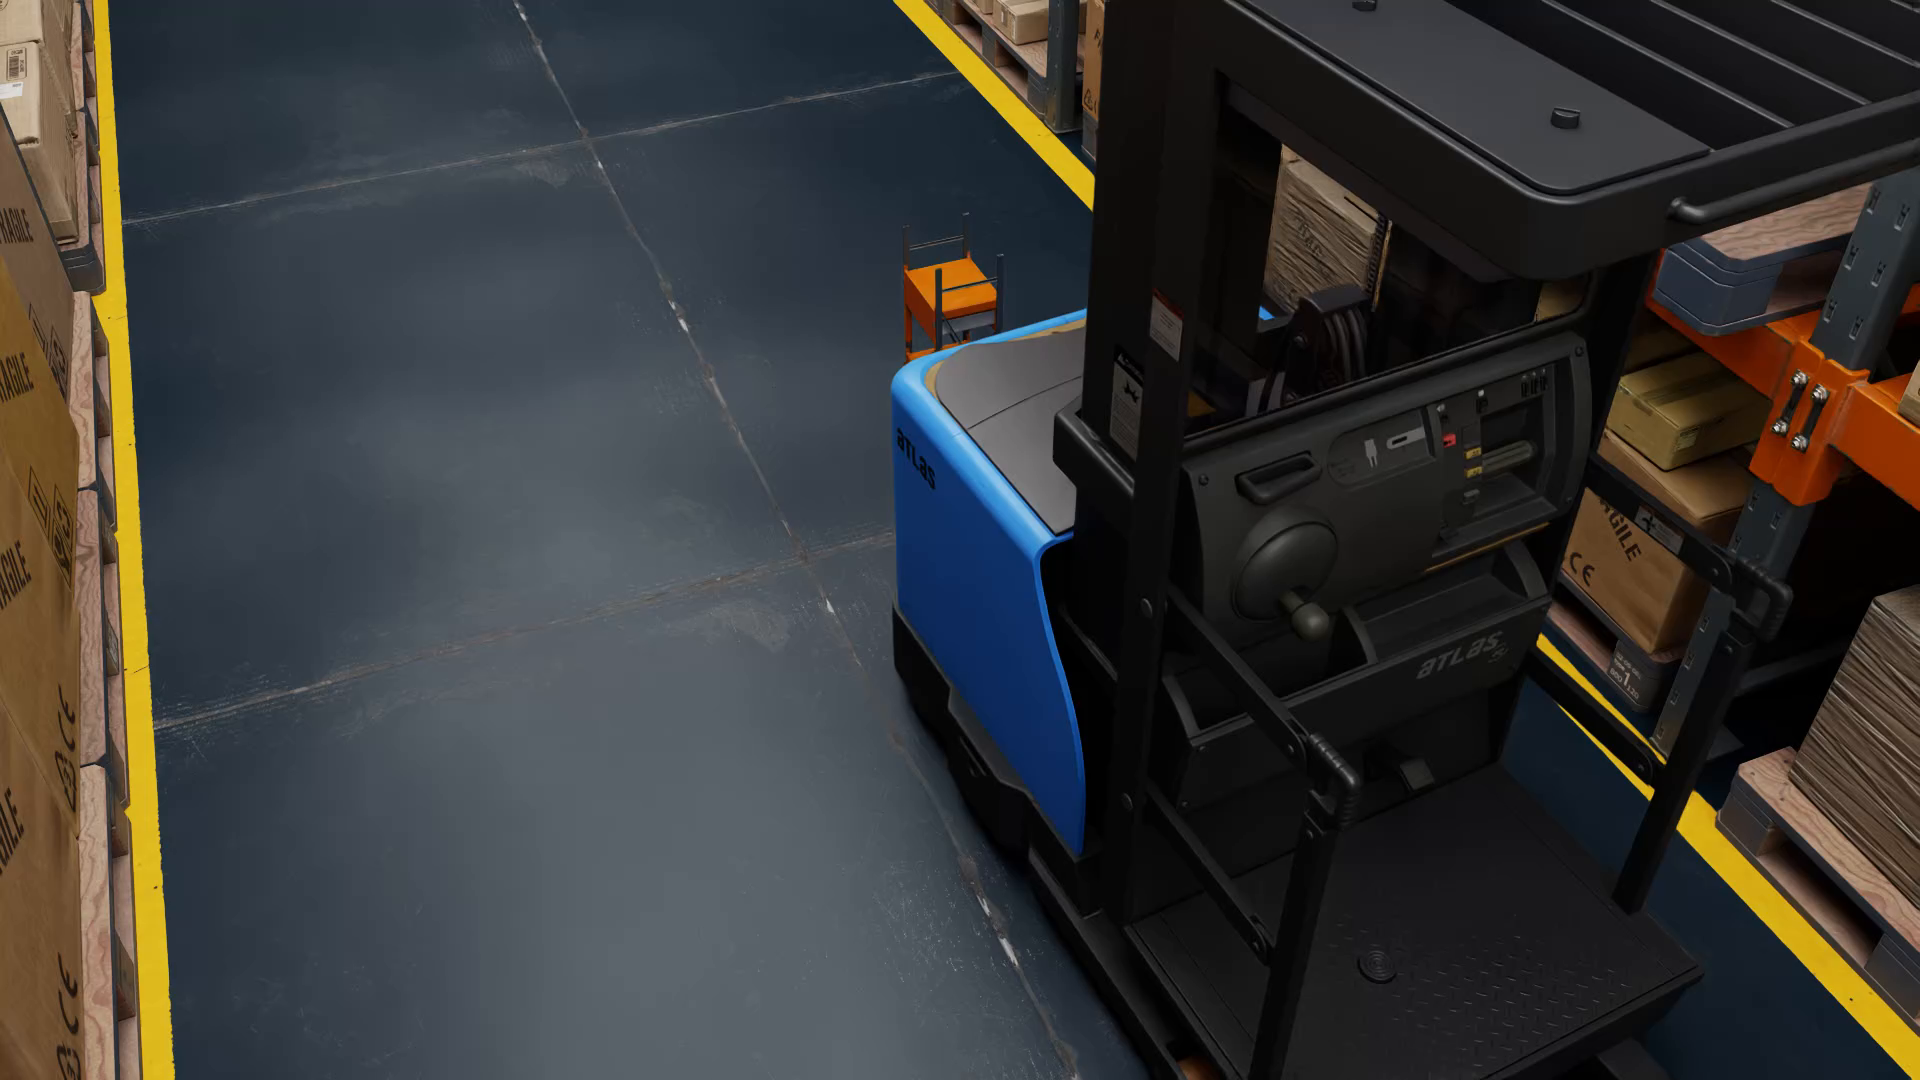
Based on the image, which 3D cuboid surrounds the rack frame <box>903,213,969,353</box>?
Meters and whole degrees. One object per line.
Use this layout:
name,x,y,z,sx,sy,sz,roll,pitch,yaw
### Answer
rack frame,-0.067,-0.504,5.031,0.200,1.050,0.008,-15,43,-17

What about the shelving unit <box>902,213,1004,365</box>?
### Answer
shelving unit,-0.020,-0.430,4.945,0.215,1.050,0.252,-15,43,-17

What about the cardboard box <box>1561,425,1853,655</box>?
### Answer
cardboard box,2.029,-0.079,4.636,0.500,0.500,0.500,-14,43,-16

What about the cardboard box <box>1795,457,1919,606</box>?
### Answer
cardboard box,2.487,-0.202,4.779,0.500,0.500,0.500,-14,43,-15

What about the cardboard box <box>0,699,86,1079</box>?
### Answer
cardboard box,-2.382,0.784,3.346,0.875,0.875,0.875,-15,43,-17

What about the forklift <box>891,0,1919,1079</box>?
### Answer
forklift,0.936,-0.022,3.028,1.130,2.935,3.031,-19,44,-20

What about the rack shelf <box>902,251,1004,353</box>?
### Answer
rack shelf,-0.020,-0.637,4.767,0.215,0.259,0.240,-15,43,-17

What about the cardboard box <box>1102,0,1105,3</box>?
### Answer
cardboard box,0.751,-2.251,6.665,0.380,0.149,0.250,-13,42,-15

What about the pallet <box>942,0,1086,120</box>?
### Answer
pallet,0.597,-2.433,7.917,1.003,0.211,1.213,-15,43,-17

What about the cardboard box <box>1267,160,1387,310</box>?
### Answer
cardboard box,1.429,-1.006,5.714,0.500,0.500,0.500,-17,43,-18

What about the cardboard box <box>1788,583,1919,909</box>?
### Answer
cardboard box,2.616,0.454,3.921,0.875,0.625,0.625,-14,43,-16

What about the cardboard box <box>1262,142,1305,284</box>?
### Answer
cardboard box,1.236,-1.320,6.079,0.500,0.500,0.500,-16,43,-18

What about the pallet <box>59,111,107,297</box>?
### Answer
pallet,-3.944,-1.256,6.548,1.003,0.211,1.213,-15,43,-17

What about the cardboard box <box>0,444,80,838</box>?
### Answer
cardboard box,-2.720,0.245,3.972,0.875,0.875,0.875,-15,43,-16

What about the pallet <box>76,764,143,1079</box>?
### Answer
pallet,-2.427,1.138,3.765,1.003,0.211,1.213,-15,43,-17

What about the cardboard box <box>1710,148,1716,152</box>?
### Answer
cardboard box,1.784,-1.030,4.018,0.380,0.149,0.250,-14,43,-16

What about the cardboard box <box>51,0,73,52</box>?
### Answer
cardboard box,-4.553,-2.511,7.512,0.875,0.438,0.875,-14,43,-16

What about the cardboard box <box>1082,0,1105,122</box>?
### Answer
cardboard box,0.836,-1.940,6.800,0.500,0.500,0.500,-13,42,-15

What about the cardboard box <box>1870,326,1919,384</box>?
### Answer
cardboard box,2.478,-0.516,4.647,0.380,0.149,0.250,-13,42,-15

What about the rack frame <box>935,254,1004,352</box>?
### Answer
rack frame,0.026,-0.357,4.860,0.200,1.050,0.008,-15,43,-17

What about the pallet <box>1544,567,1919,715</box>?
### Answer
pallet,2.139,-0.068,5.168,1.003,0.211,1.213,-15,43,-17

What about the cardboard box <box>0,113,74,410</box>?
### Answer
cardboard box,-3.414,-0.836,5.229,0.875,0.875,0.875,-14,43,-16

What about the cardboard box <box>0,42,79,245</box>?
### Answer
cardboard box,-3.866,-1.428,6.253,0.875,0.438,0.875,-16,43,-17

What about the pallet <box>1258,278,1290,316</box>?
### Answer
pallet,1.676,-0.802,6.021,1.003,0.211,1.213,-15,43,-17

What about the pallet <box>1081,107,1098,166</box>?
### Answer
pallet,1.205,-1.538,6.877,1.003,0.211,1.213,-15,43,-17

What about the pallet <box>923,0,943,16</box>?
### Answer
pallet,0.127,-3.169,8.773,1.003,0.211,1.213,-15,43,-17

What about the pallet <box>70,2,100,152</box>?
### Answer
pallet,-4.415,-1.992,7.404,1.003,0.211,1.213,-15,43,-17

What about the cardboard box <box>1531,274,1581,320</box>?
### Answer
cardboard box,1.774,-0.684,4.843,0.380,0.149,0.250,-16,43,-18

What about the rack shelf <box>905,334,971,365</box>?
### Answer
rack shelf,-0.020,-0.422,4.952,0.215,0.259,0.240,-15,43,-17

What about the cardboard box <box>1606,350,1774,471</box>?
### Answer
cardboard box,1.967,-0.358,4.463,0.380,0.149,0.250,-17,44,-19

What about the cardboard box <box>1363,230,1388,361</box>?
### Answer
cardboard box,1.645,-0.698,5.356,0.500,0.500,0.500,-13,42,-15

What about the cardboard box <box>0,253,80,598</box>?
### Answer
cardboard box,-3.061,-0.293,4.598,0.875,0.875,0.875,-14,43,-16

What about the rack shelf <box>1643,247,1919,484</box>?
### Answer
rack shelf,1.624,-1.598,5.360,1.077,0.370,4.000,-15,43,-17

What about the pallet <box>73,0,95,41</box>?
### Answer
pallet,-4.878,-2.726,8.258,1.003,0.211,1.213,-15,43,-17

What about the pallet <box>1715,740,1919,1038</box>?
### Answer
pallet,2.669,0.897,4.046,1.003,0.211,1.213,-15,43,-17

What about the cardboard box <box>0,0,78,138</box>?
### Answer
cardboard box,-4.210,-1.967,6.880,0.875,0.438,0.875,-16,43,-18

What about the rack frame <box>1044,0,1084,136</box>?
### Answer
rack frame,0.859,-3.076,6.526,1.000,3.000,0.127,-15,43,-17

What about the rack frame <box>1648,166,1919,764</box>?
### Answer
rack frame,2.390,-0.666,3.724,1.000,3.000,0.127,-15,43,-17

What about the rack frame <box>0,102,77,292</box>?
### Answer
rack frame,-3.725,-1.835,5.084,1.000,3.000,0.127,-15,43,-17

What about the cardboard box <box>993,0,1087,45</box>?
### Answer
cardboard box,0.375,-2.417,7.624,0.380,0.149,0.250,-16,43,-18

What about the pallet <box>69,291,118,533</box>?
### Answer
pallet,-3.360,-0.332,5.474,1.003,0.211,1.213,-15,43,-17

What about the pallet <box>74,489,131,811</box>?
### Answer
pallet,-2.890,0.404,4.618,1.003,0.211,1.213,-15,43,-17

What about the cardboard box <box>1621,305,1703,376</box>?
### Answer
cardboard box,1.834,-0.515,4.646,0.380,0.149,0.250,-17,44,-19

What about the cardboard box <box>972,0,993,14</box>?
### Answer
cardboard box,0.238,-2.676,7.836,0.396,0.266,0.258,-14,43,-15

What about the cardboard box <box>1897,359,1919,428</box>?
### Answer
cardboard box,2.334,-0.281,3.392,0.500,0.250,0.500,-15,43,-17

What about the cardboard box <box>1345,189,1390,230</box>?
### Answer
cardboard box,1.485,-1.164,5.400,0.380,0.149,0.250,-17,44,-19

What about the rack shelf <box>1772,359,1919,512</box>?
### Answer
rack shelf,3.155,0.811,2.558,1.077,0.370,4.000,-15,43,-17

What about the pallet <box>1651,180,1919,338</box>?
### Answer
pallet,2.066,-0.984,4.241,1.213,0.211,1.003,-15,43,-17
